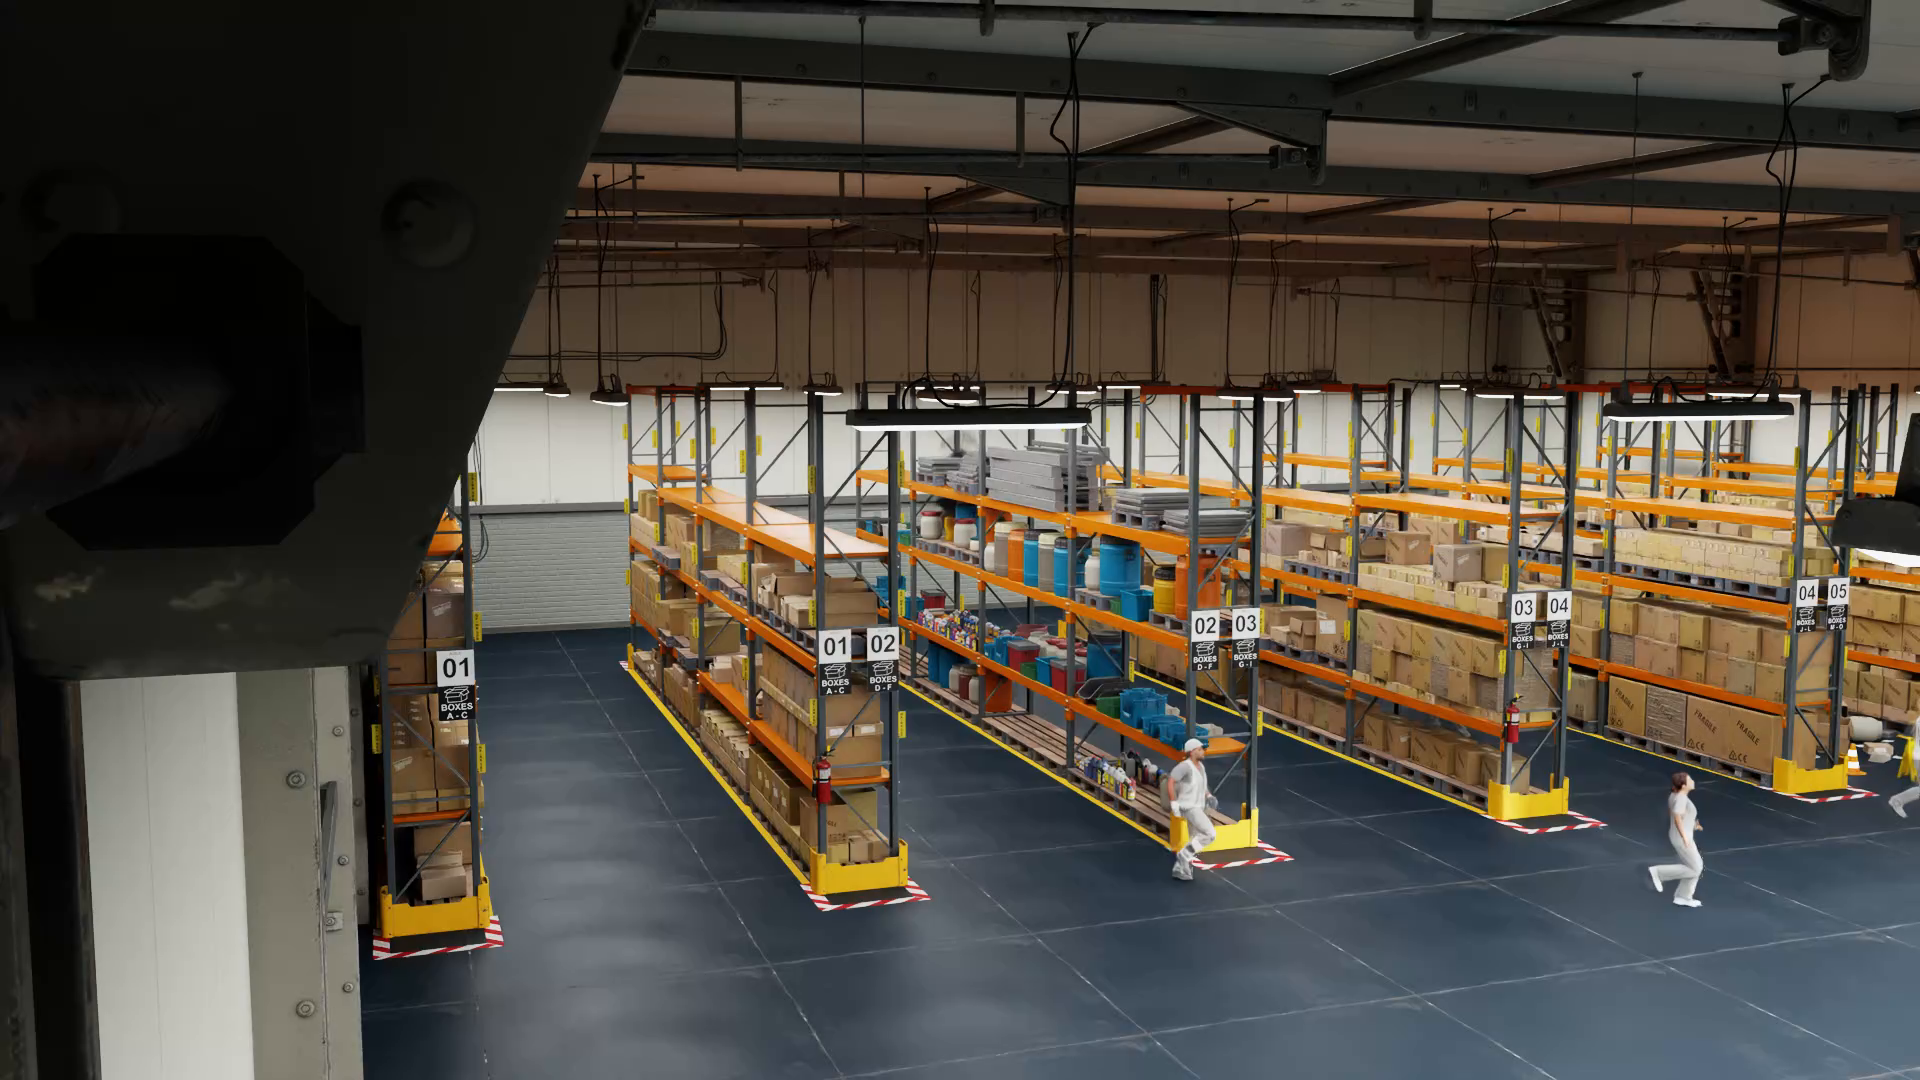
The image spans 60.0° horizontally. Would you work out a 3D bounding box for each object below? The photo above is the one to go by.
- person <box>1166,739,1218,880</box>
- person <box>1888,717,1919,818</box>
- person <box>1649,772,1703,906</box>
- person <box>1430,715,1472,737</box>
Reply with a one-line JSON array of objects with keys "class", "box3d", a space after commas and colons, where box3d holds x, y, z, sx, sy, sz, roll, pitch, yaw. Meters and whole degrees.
[{"class": "person", "box3d": [2.941, 3.339, 20.661, 0.597, 1.714, 0.708, 3, 7, 30]}, {"class": "person", "box3d": [13.429, 3.069, 23.168, 0.810, 1.783, 0.684, 3, 7, 29]}, {"class": "person", "box3d": [8.452, 3.514, 19.597, 0.620, 1.600, 0.565, 1, 6, 14]}, {"class": "person", "box3d": [8.557, 2.482, 28.912, 0.704, 1.793, 0.890, -2, 6, -21]}]
